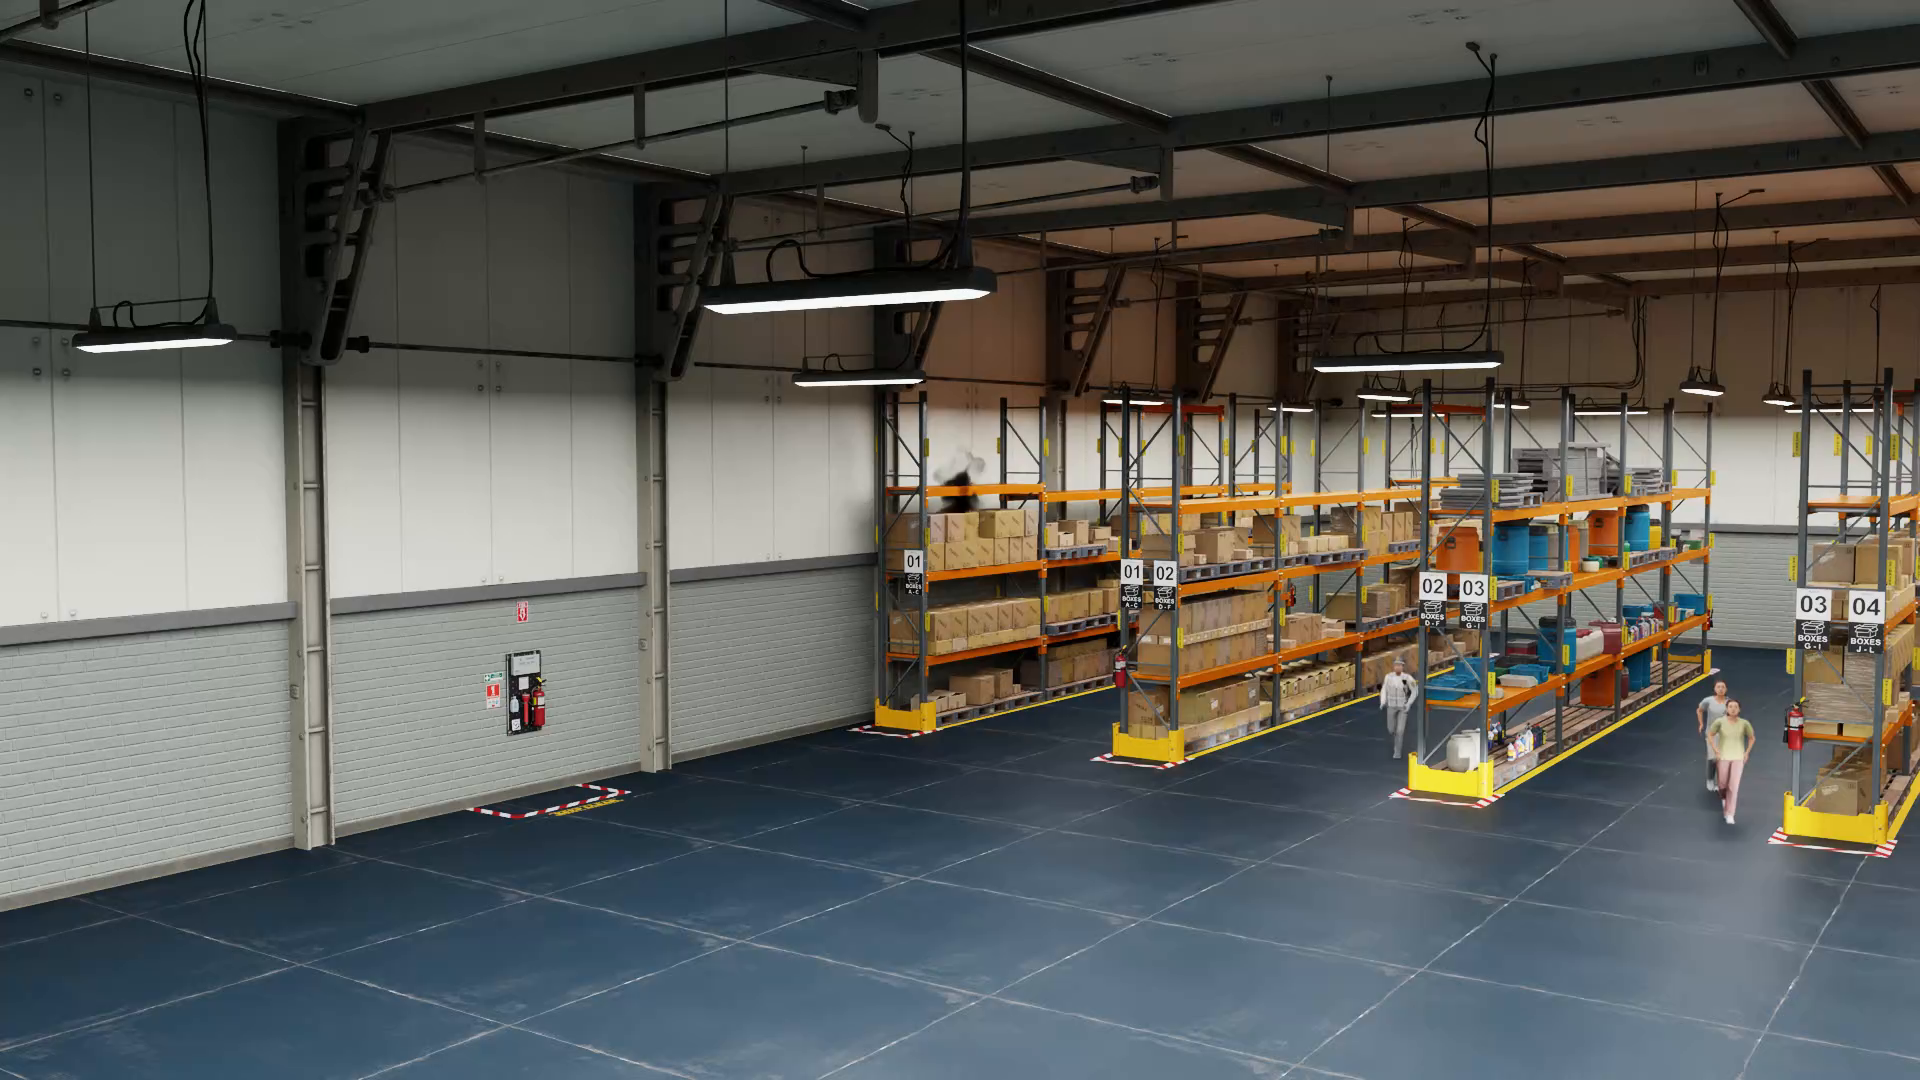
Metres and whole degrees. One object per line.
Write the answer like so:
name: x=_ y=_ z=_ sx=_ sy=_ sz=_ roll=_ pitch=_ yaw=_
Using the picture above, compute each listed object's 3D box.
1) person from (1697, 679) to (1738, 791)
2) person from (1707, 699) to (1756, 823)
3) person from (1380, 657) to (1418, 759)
person: x=10.958 y=2.833 z=24.041 sx=0.541 sy=1.628 sz=0.640 roll=1 pitch=3 yaw=20
person: x=10.391 y=2.948 z=22.413 sx=0.595 sy=1.637 sz=0.708 roll=1 pitch=3 yaw=24
person: x=7.135 y=2.693 z=26.976 sx=0.603 sy=1.643 sz=0.593 roll=2 pitch=4 yaw=26
